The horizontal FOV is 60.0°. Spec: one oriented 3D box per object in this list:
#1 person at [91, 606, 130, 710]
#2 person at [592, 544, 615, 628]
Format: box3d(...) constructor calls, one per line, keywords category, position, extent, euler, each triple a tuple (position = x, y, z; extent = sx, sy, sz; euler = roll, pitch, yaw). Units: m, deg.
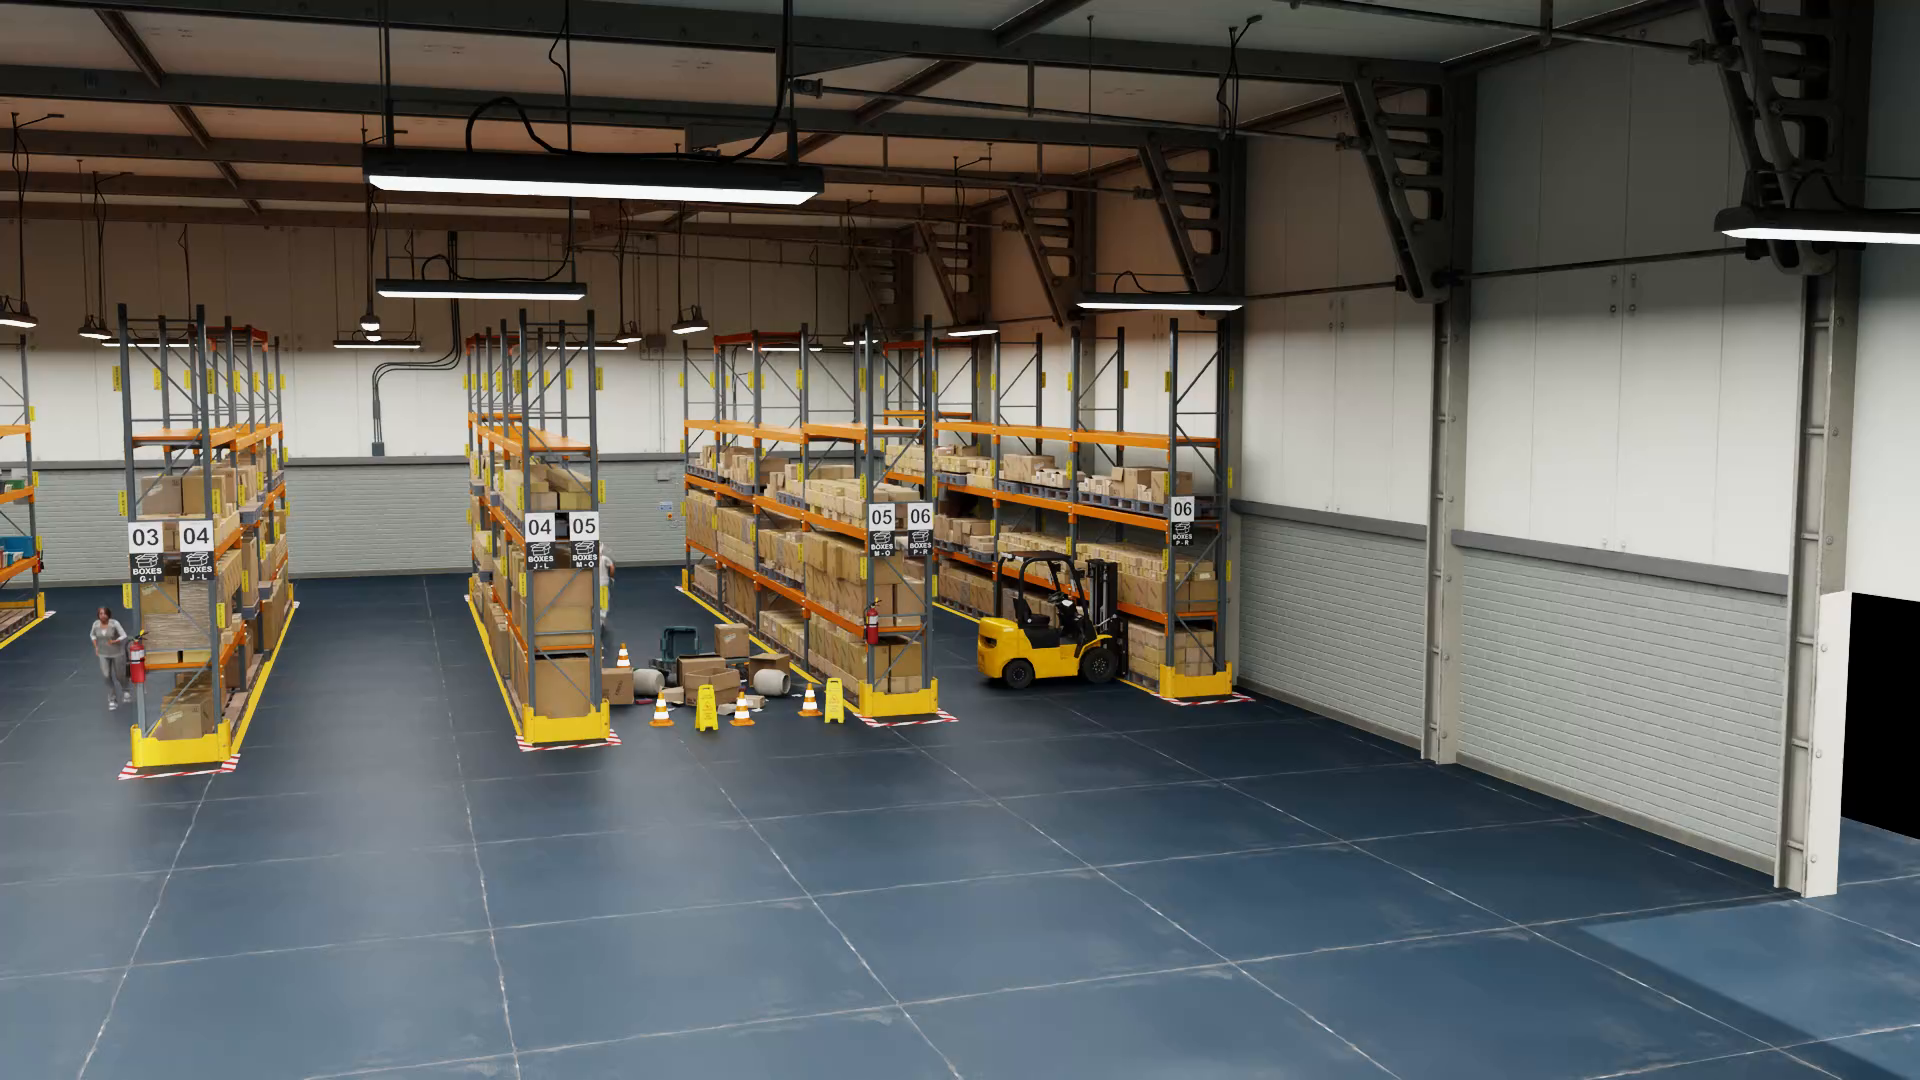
box3d(category="person", position=(-13.043, 1.780, 25.492), extent=(0.531, 1.561, 0.838), euler=(-2, 6, -18))
box3d(category="person", position=(-7.245, 0.941, 33.311), extent=(0.639, 1.796, 0.994), euler=(-1, 6, -14))
